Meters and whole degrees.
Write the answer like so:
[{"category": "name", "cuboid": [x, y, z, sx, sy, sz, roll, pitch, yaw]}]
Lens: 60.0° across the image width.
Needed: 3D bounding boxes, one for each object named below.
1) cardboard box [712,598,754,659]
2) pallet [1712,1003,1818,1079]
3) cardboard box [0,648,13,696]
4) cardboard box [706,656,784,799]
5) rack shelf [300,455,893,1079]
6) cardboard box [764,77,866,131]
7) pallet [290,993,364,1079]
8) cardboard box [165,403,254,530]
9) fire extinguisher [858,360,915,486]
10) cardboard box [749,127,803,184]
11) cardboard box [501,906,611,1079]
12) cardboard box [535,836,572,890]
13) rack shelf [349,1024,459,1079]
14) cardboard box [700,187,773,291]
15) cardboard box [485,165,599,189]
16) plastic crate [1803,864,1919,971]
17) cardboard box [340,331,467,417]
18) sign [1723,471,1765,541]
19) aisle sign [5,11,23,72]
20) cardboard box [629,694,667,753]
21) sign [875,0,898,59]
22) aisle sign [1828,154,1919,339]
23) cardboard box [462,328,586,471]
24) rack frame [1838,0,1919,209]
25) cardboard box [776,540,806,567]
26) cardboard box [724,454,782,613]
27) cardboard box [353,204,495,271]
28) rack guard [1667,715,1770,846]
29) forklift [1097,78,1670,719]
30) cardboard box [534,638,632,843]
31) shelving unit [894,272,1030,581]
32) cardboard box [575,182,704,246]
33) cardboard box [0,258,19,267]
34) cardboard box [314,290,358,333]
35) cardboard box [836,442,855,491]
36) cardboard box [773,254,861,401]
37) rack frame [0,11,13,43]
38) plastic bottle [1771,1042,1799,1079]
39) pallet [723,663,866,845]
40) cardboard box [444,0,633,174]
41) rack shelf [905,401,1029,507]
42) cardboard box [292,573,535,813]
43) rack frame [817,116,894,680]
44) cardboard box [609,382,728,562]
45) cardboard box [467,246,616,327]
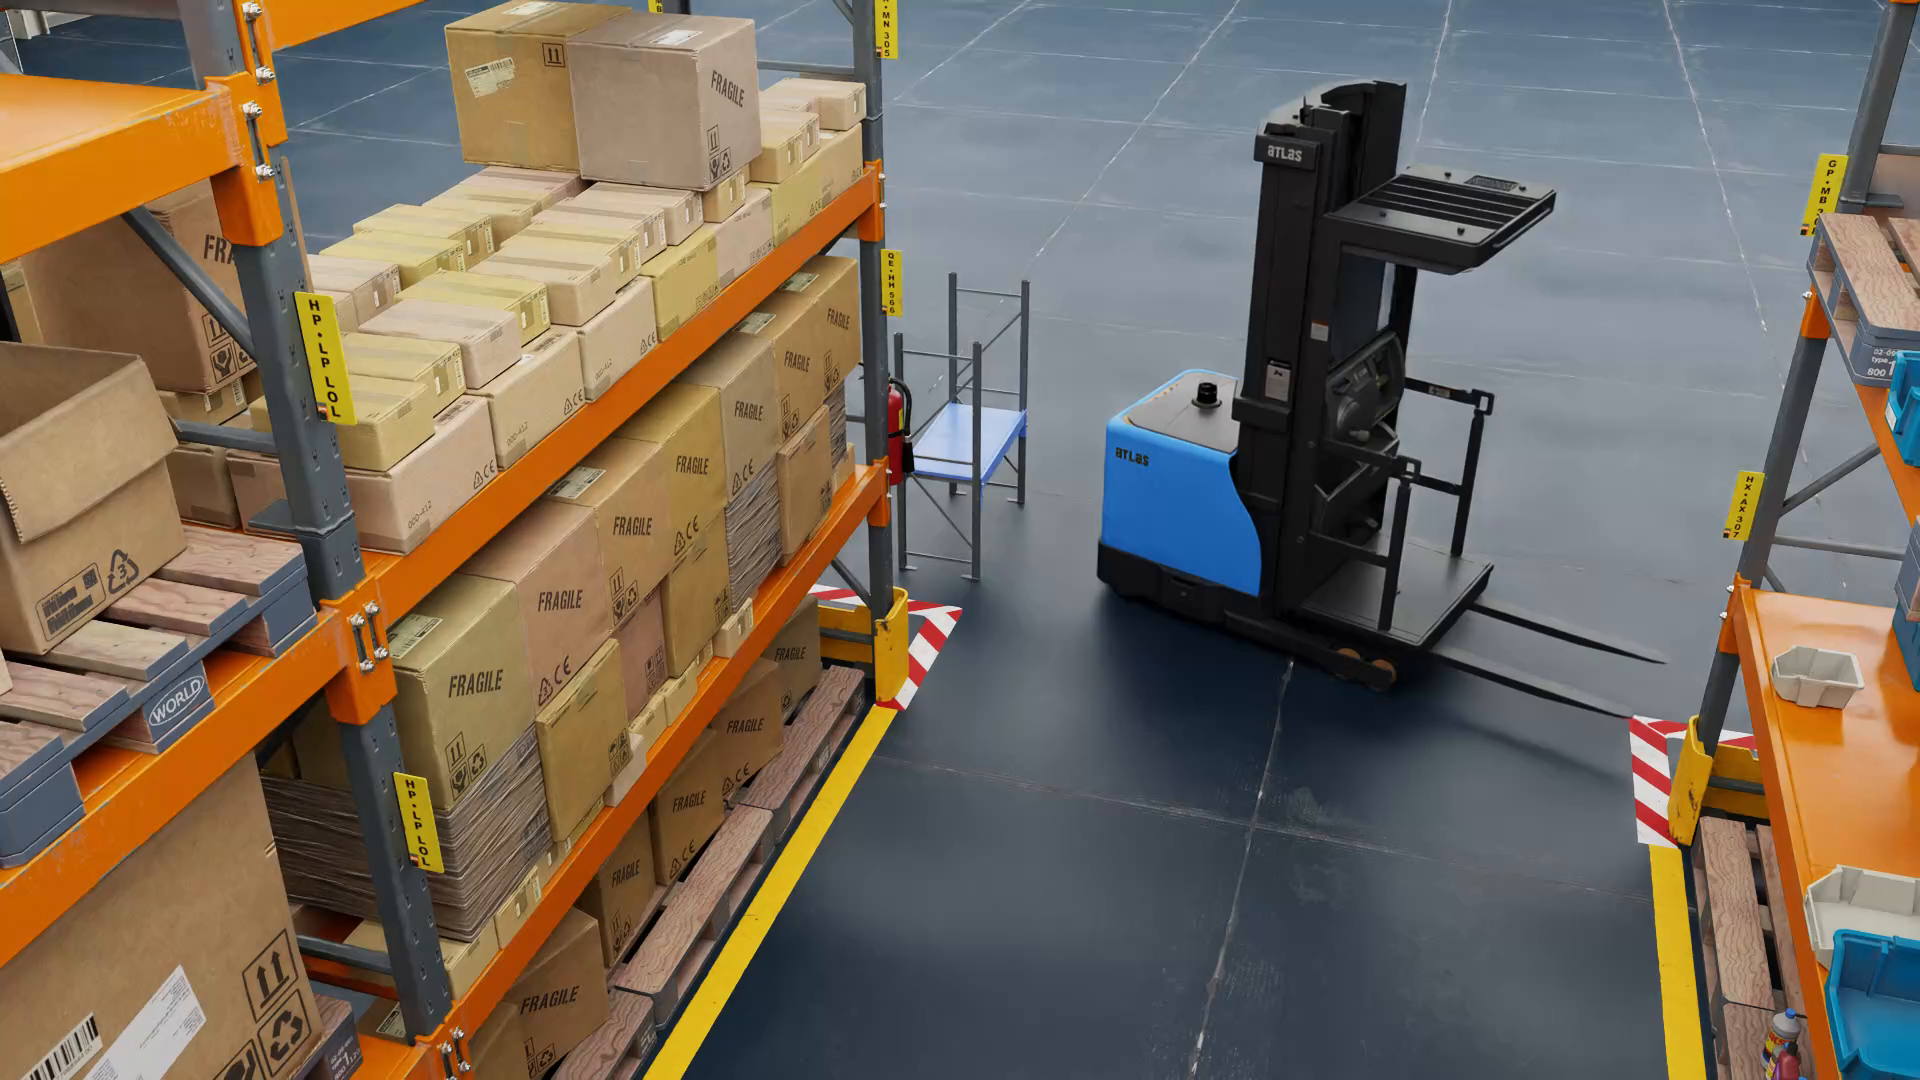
[{"category": "cardboard box", "cuboid": [-1.071, 0.333, 6.825, 0.380, 0.149, 0.250, 8, 30, 15]}, {"category": "pallet", "cuboid": [3.309, 2.258, 5.974, 1.003, 0.211, 1.213, 8, 30, 15]}, {"category": "cardboard box", "cuboid": [-2.199, 0.223, 3.384, 0.396, 0.266, 0.258, 10, 30, 17]}, {"category": "cardboard box", "cuboid": [-1.187, 0.828, 7.815, 0.500, 0.500, 0.500, 17, 33, 28]}, {"category": "rack shelf", "cuboid": [-1.432, 0.593, 6.839, 1.077, 0.370, 4.000, 8, 30, 15]}, {"category": "cardboard box", "cuboid": [-0.628, -1.897, 7.233, 0.380, 0.149, 0.250, 8, 30, 15]}, {"category": "pallet", "cuboid": [-2.382, 1.626, 4.439, 1.003, 0.211, 1.213, 8, 30, 15]}, {"category": "cardboard box", "cuboid": [-2.135, -0.287, 4.748, 0.500, 0.250, 0.500, 10, 31, 17]}, {"category": "fire extinguisher", "cuboid": [-0.371, -0.605, 8.331, 0.296, 0.674, 0.183, 8, 30, 15]}, {"category": "cardboard box", "cuboid": [-0.843, -1.530, 6.573, 0.380, 0.149, 0.250, 9, 30, 15]}, {"category": "cardboard box", "cuboid": [-1.703, 1.669, 6.303, 0.500, 0.500, 0.500, 19, 34, 30]}, {"category": "cardboard box", "cuboid": [-1.536, 1.026, 5.578, 0.380, 0.149, 0.250, 8, 30, 15]}, {"category": "rack shelf", "cuboid": [-2.606, 2.452, 3.497, 1.077, 0.370, 4.000, 8, 30, 15]}, {"category": "cardboard box", "cuboid": [-1.046, -1.167, 6.330, 0.500, 0.250, 0.500, 9, 30, 16]}, {"category": "cardboard box", "cuboid": [-1.561, -1.376, 6.297, 0.380, 0.149, 0.250, 7, 30, 13]}, {"category": "plastic crate", "cuboid": [2.950, 1.239, 5.208, 0.530, 0.136, 0.437, 8, 30, 15]}, {"category": "cardboard box", "cuboid": [-1.616, -0.452, 4.636, 0.380, 0.149, 0.250, 7, 30, 12]}, {"category": "sign", "cuboid": [3.365, -0.146, 7.142, 0.100, 0.325, 0.005, 8, 30, 15]}, {"category": "aisle sign", "cuboid": [-5.249, -2.532, 9.042, 0.394, 0.787, 0.004, 8, 30, 15]}, {"category": "cardboard box", "cuboid": [-1.325, 0.676, 6.207, 0.380, 0.149, 0.250, 8, 30, 15]}, {"category": "sign", "cuboid": [-0.320, -2.260, 7.231, 0.100, 0.325, 0.005, 8, 30, 15]}, {"category": "aisle sign", "cuboid": [3.631, -1.156, 6.568, 0.394, 0.787, 0.004, 8, 30, 15]}, {"category": "cardboard box", "cuboid": [-1.492, -0.457, 5.054, 0.500, 0.250, 0.500, 8, 30, 14]}, {"category": "rack frame", "cuboid": [3.890, -2.566, 5.606, 1.000, 3.000, 0.127, 8, 30, 15]}, {"category": "cardboard box", "cuboid": [-0.918, -0.026, 7.469, 0.380, 0.149, 0.250, 8, 30, 15]}, {"category": "cardboard box", "cuboid": [-1.253, -0.097, 6.931, 0.875, 0.500, 0.500, 8, 30, 15]}, {"category": "cardboard box", "cuboid": [-1.818, -1.017, 5.652, 0.380, 0.149, 0.250, 10, 31, 17]}, {"category": "rack guard", "cuboid": [3.912, 1.190, 7.596, 1.175, 0.500, 0.348, 8, 30, 15]}, {"category": "forklift", "cuboid": [2.290, -0.771, 8.620, 3.031, 2.935, 1.130, 20, 35, 31]}, {"category": "cardboard box", "cuboid": [-1.647, 0.607, 5.665, 0.875, 0.500, 0.500, 8, 30, 15]}, {"category": "shelving unit", "cuboid": [0.025, -0.695, 9.957, 0.538, 1.500, 1.048, 8, 30, 15]}, {"category": "cardboard box", "cuboid": [-1.142, -1.173, 5.931, 0.380, 0.149, 0.250, 7, 30, 12]}, {"category": "cardboard box", "cuboid": [-5.703, -1.776, 9.092, 0.875, 0.550, 0.550, 8, 30, 15]}, {"category": "cardboard box", "cuboid": [-2.043, -0.644, 4.981, 0.380, 0.149, 0.250, 7, 30, 12]}, {"category": "cardboard box", "cuboid": [-0.731, -0.379, 8.105, 0.380, 0.149, 0.250, 8, 30, 15]}, {"category": "cardboard box", "cuboid": [-0.770, -0.971, 7.472, 0.500, 0.500, 0.500, 8, 30, 15]}, {"category": "rack frame", "cuboid": [-5.557, -4.027, 8.233, 1.000, 3.000, 0.127, 8, 30, 15]}, {"category": "plastic bottle", "cuboid": [2.976, 1.951, 5.999, 0.061, 0.283, 0.133, 9, 30, 16]}, {"category": "pallet", "cuboid": [-1.140, 0.975, 8.280, 1.003, 0.211, 1.213, 8, 30, 15]}, {"category": "cardboard box", "cuboid": [-1.539, -1.703, 6.217, 0.500, 0.500, 0.500, 8, 30, 15]}, {"category": "rack shelf", "cuboid": [0.025, -0.538, 10.044, 0.538, 0.185, 1.000, 8, 30, 15]}, {"category": "cardboard box", "cuboid": [-1.644, 0.424, 4.964, 0.500, 0.500, 0.500, 8, 30, 15]}, {"category": "rack frame", "cuboid": [-0.845, -0.651, 8.335, 1.000, 3.000, 0.127, 8, 30, 15]}, {"category": "cardboard box", "cuboid": [-1.215, -0.274, 6.220, 0.500, 0.500, 0.500, 8, 30, 15]}, {"category": "cardboard box", "cuboid": [-1.324, -0.807, 5.273, 0.380, 0.149, 0.250, 8, 30, 14]}]
